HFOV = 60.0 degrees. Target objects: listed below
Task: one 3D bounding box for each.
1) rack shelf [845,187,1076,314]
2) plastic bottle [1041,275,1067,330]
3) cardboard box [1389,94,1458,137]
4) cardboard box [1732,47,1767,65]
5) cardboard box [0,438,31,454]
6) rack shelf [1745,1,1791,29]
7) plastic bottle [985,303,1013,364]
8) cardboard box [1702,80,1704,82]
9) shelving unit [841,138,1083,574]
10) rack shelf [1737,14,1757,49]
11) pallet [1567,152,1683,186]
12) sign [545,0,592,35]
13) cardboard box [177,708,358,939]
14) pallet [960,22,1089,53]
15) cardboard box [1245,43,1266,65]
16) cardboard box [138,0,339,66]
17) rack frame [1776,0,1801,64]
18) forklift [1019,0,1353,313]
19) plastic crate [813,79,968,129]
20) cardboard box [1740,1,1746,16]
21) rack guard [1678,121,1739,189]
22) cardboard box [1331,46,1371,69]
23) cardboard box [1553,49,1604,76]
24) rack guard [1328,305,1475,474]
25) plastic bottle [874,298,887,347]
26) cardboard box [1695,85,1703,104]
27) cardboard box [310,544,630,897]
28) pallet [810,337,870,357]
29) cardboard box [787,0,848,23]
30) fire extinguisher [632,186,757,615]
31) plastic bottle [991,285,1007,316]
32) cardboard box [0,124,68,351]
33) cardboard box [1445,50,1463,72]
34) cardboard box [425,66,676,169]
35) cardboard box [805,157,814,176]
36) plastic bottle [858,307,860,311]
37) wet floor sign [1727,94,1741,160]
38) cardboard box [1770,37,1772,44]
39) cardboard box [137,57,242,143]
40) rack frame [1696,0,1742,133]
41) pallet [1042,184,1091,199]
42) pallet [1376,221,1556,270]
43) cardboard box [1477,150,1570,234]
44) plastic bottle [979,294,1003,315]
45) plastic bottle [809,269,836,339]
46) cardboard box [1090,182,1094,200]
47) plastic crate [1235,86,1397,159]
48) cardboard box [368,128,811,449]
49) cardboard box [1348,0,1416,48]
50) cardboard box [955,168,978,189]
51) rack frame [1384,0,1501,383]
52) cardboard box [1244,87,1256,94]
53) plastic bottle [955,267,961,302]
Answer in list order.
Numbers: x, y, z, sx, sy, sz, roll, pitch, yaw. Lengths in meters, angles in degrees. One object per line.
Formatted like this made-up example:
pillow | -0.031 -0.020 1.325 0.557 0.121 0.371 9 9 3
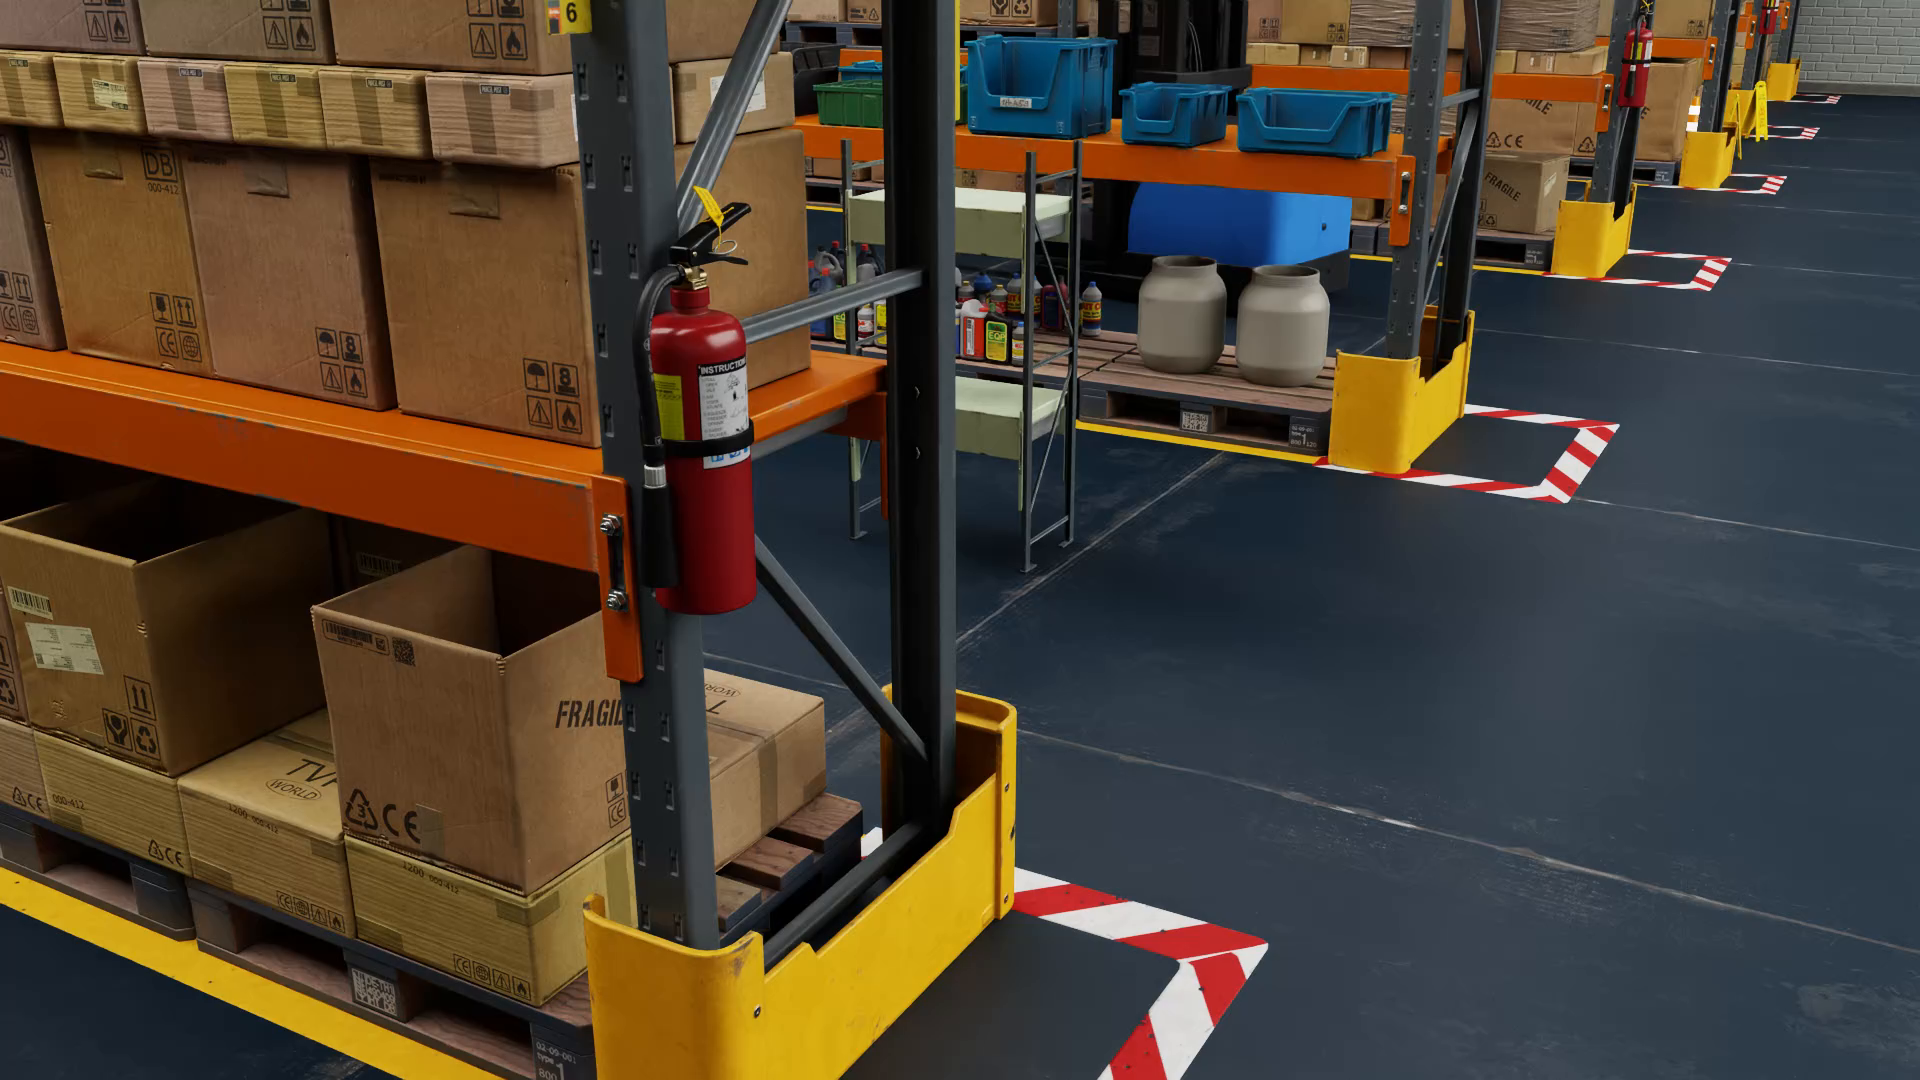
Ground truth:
rack shelf | 0.006 -1.071 5.973 0.720 0.370 0.431 11 23 27
plastic bottle | 0.496 -1.255 8.764 0.133 0.283 0.061 11 23 28
cardboard box | 4.850 -4.411 16.628 0.875 0.875 0.875 11 23 28
cardboard box | 11.205 -6.918 23.722 0.500 0.250 0.500 10 22 27
cardboard box | -2.670 0.000 4.282 0.500 0.500 0.500 11 23 27
rack shelf | 10.036 -7.785 24.483 4.000 0.370 1.077 11 23 27
plastic bottle | 0.188 -1.006 8.079 0.133 0.283 0.061 11 23 29
cardboard box | 10.788 -6.765 24.032 0.500 0.250 0.500 11 23 27
shelving unit | 0.006 -0.704 6.106 0.755 1.500 0.431 11 23 27
rack shelf | 7.619 -6.307 20.407 4.000 0.370 1.077 11 23 27
pallet | 6.303 -3.621 16.037 1.213 0.211 1.003 11 23 27
sign | -0.580 -0.910 2.430 0.005 0.325 0.100 11 23 27
cardboard box | -1.358 0.601 3.726 0.500 0.250 0.500 11 23 27
pallet | 0.443 -4.107 13.571 1.213 0.211 1.003 11 23 27
cardboard box | 2.184 -3.583 12.213 0.250 0.149 0.380 11 23 27
cardboard box | -1.212 -1.246 3.353 0.500 0.500 0.700 10 22 26
rack frame | 11.782 -7.791 23.443 0.127 3.000 1.000 11 23 27
forklift | 1.016 -3.131 10.699 3.031 2.935 1.130 15 25 36
plastic crate | -0.329 -2.143 8.186 0.662 0.188 0.450 11 23 27
cardboard box | 9.169 -6.312 19.736 0.250 0.149 0.380 11 23 28
rack guard | 7.060 -3.643 15.674 0.348 0.500 1.175 11 23 27
cardboard box | 2.821 -3.448 11.840 0.250 0.149 0.380 11 23 27
cardboard box | 4.182 -3.230 11.239 0.250 0.149 0.380 11 23 27
rack guard | 2.027 -0.711 7.592 0.348 0.500 1.175 11 23 27
plastic bottle | -0.338 -1.154 8.388 0.185 0.351 0.144 11 22 27
cardboard box | 8.795 -5.434 20.362 0.500 0.250 0.500 11 22 27
cardboard box | -0.916 0.329 3.377 0.500 0.500 0.500 11 23 27
pallet | -0.810 -1.118 9.137 1.213 0.211 1.003 11 23 27
cardboard box | -1.102 -4.472 13.899 0.500 0.250 0.500 10 22 26
fire extinguisher | -0.426 -0.219 2.684 0.183 0.674 0.296 11 23 27
plastic bottle | 0.212 -1.263 8.907 0.097 0.201 0.097 0 20 0
cardboard box | -2.057 -0.799 4.021 0.500 0.500 0.700 12 23 29
cardboard box | 3.510 -3.344 11.553 0.250 0.149 0.380 11 23 27
cardboard box | -0.729 -0.772 2.997 0.250 0.149 0.380 10 22 26
cardboard box | -1.367 -3.530 14.719 0.500 0.500 0.700 9 22 23
plastic bottle | -0.562 -1.174 8.560 0.097 0.271 0.097 0 20 0
wet floor sign | 8.030 -4.300 17.272 0.232 0.644 0.267 7 21 18
cardboard box | 11.455 -7.302 24.046 0.500 0.250 0.500 10 22 26
cardboard box | -1.400 -0.900 3.351 0.250 0.149 0.380 11 23 28
rack frame | 7.039 -4.822 15.259 0.127 3.000 1.000 11 23 27
pallet | 0.359 -2.845 13.900 1.213 0.211 1.003 11 23 27
pallet | 3.773 -2.209 12.146 1.213 0.211 1.003 11 23 27
cardboard box | 3.995 -2.493 11.889 0.500 0.500 0.500 16 25 37
plastic bottle | 0.144 -1.074 8.266 0.133 0.283 0.061 11 23 27
plastic bottle | -0.709 -1.225 8.583 0.185 0.351 0.144 10 22 25
cardboard box | 1.369 -2.971 13.207 0.500 0.500 0.500 10 22 26
plastic crate | 1.533 -1.812 7.179 0.616 0.251 0.499 11 23 27
cardboard box | -0.704 -0.542 3.314 0.500 0.500 0.700 11 23 27
cardboard box | 3.154 -3.792 11.837 0.500 0.500 0.875 11 23 27
cardboard box | 0.107 -3.252 13.953 0.500 0.500 0.700 11 22 27
rack frame | 2.116 -1.888 7.170 0.127 3.000 1.000 11 23 27
cardboard box | 2.961 -4.703 17.616 0.750 0.750 1.050 11 23 27
plastic bottle | -0.084 -1.344 9.021 0.135 0.276 0.152 11 23 28
